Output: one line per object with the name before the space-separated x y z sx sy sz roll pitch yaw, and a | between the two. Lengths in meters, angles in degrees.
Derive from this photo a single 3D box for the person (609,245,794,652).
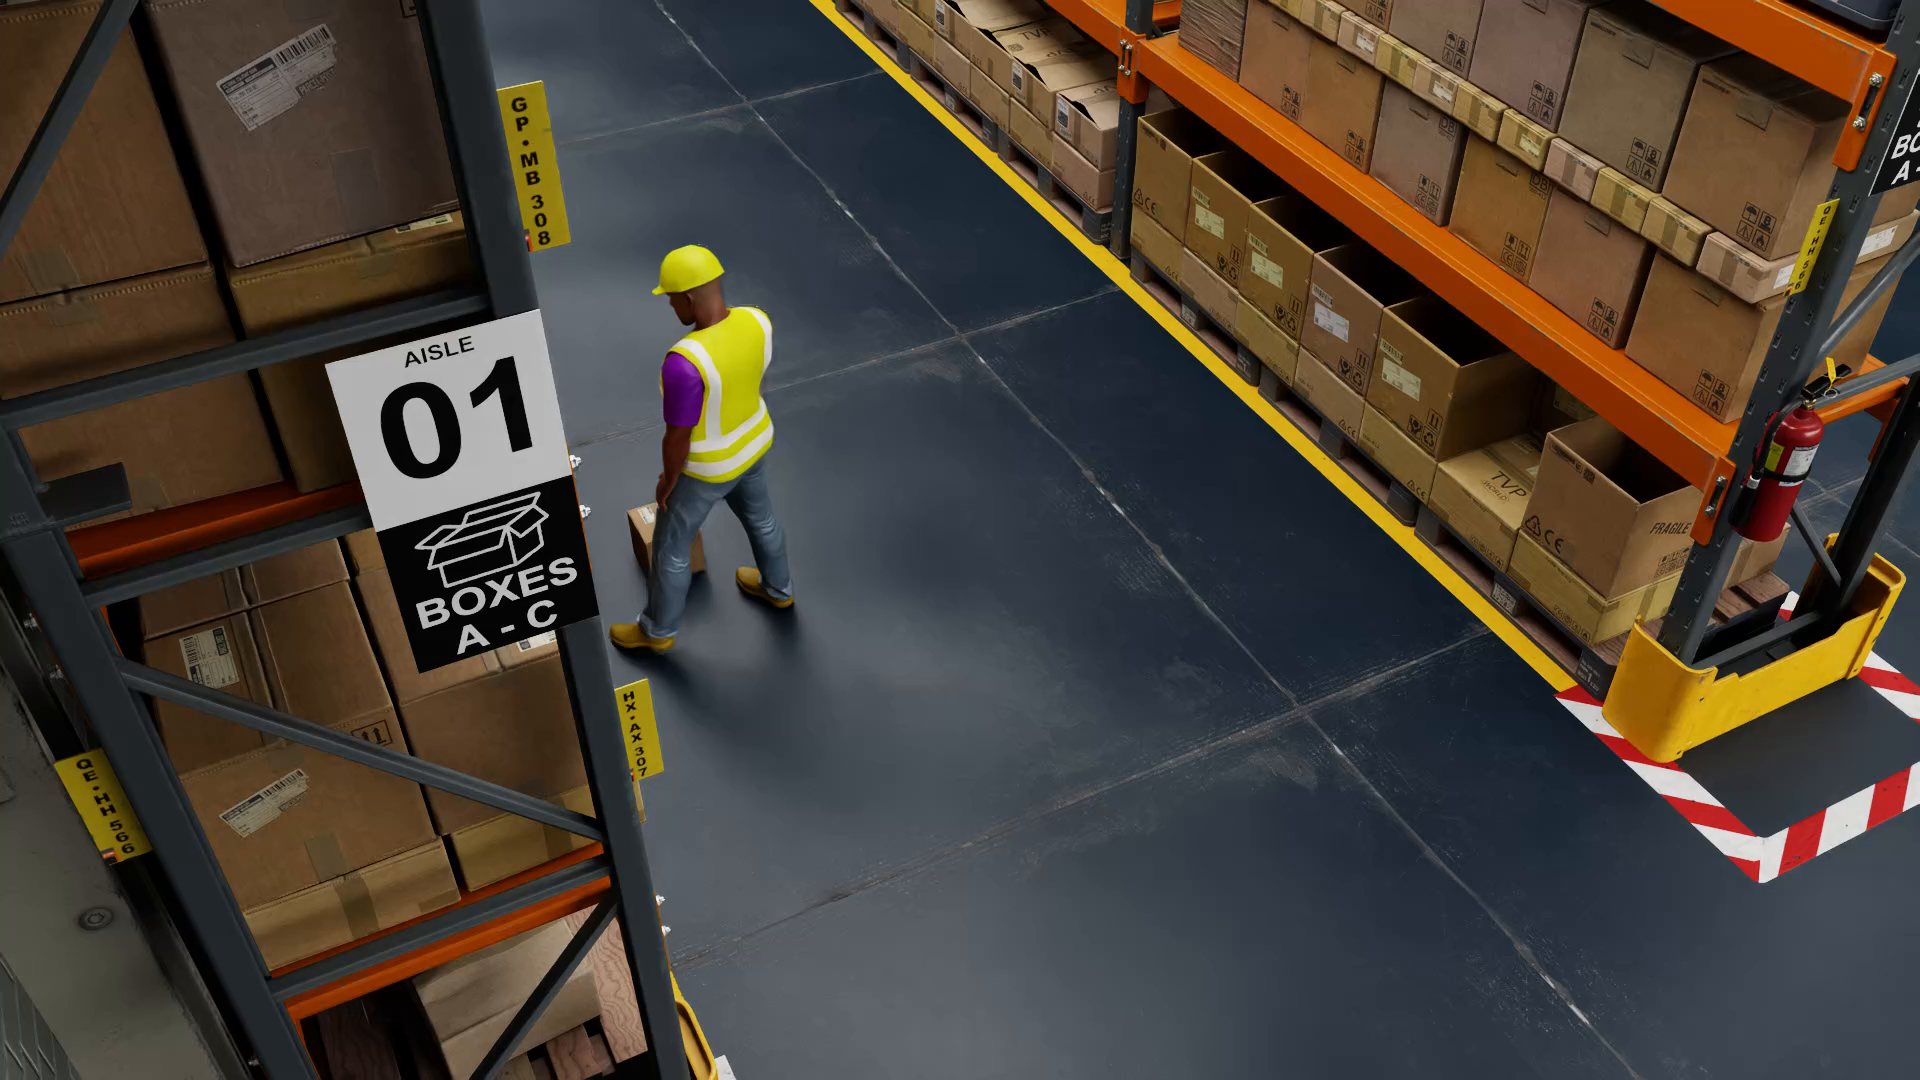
person | -1.062 -0.339 6.509 0.527 1.754 0.751 25 47 26
